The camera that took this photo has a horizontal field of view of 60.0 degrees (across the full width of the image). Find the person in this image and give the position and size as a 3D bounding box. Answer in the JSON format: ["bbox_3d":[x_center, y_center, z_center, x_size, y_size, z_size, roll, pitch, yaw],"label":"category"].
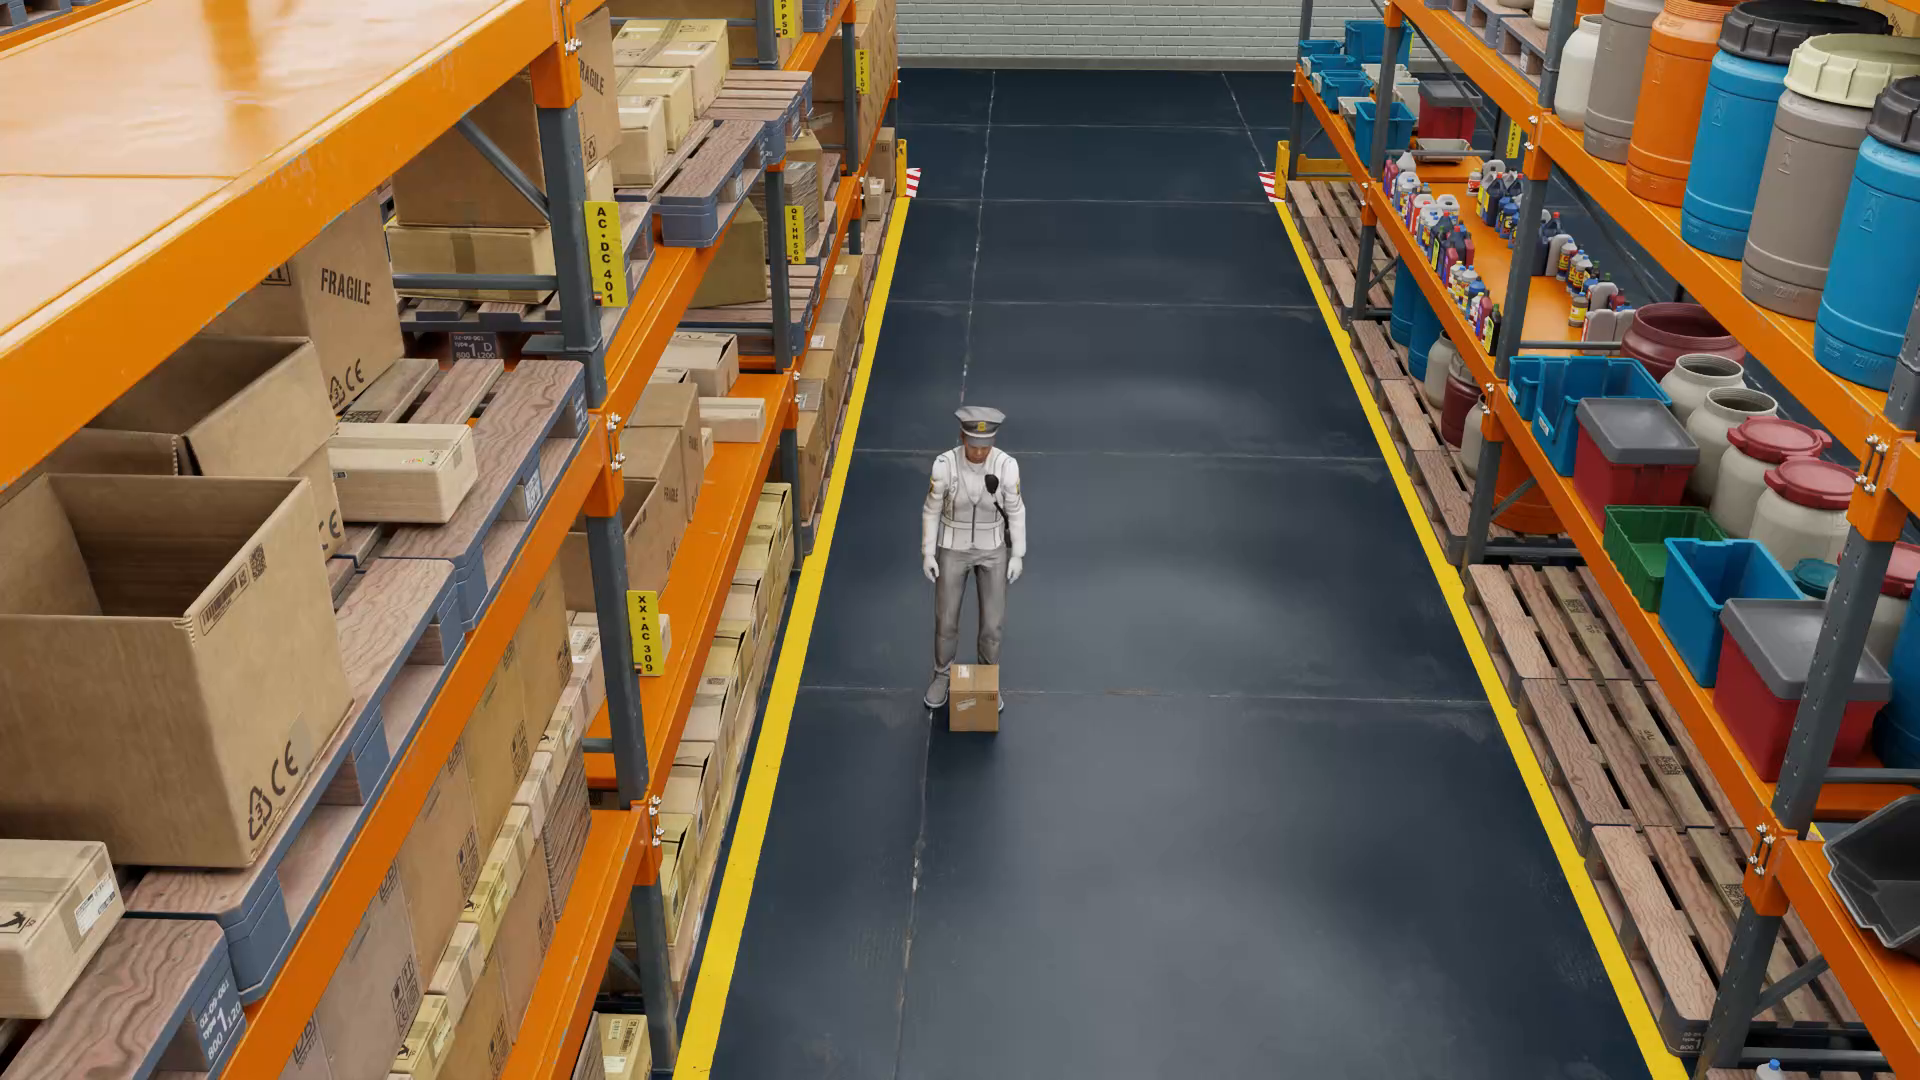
[{"bbox_3d":[0.069,0.088,8.454,0.531,1.662,0.413,0,28,0],"label":"person"}]
